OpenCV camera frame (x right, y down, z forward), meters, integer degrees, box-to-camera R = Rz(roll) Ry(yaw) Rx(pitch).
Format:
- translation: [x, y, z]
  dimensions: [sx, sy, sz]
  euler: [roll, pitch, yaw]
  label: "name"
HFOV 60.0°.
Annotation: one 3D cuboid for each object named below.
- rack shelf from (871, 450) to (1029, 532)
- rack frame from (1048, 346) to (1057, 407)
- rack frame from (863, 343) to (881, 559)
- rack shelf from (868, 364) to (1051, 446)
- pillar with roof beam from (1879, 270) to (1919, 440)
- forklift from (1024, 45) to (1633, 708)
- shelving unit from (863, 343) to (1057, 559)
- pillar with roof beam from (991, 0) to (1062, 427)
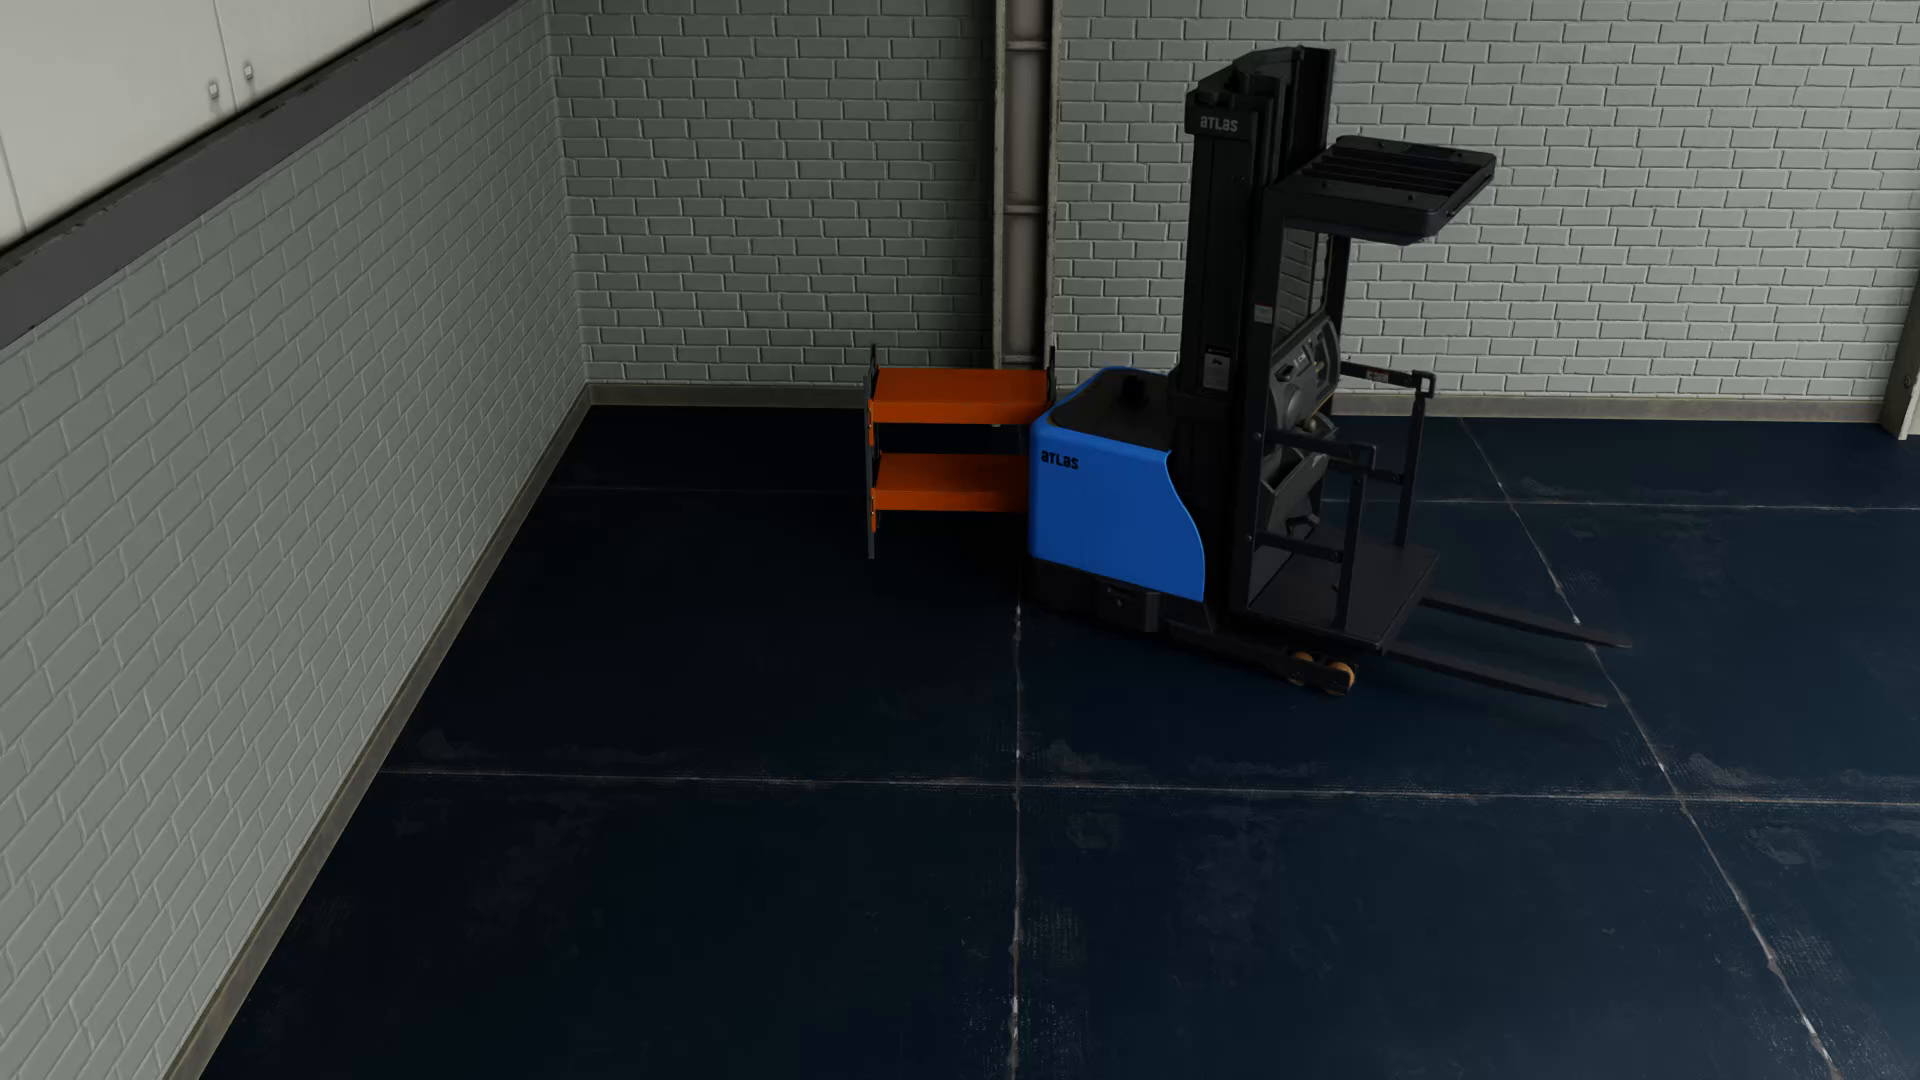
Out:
- translation: [0.007, -0.281, 9.601]
  dimensions: [1.000, 0.278, 0.538]
  euler: [1, 28, 2]
  label: "rack shelf"
- translation: [0.515, -0.488, 9.470]
  dimensions: [0.032, 1.125, 0.500]
  euler: [1, 28, 2]
  label: "rack frame"
- translation: [-0.501, -0.505, 9.502]
  dimensions: [0.032, 1.125, 0.500]
  euler: [1, 28, 2]
  label: "rack frame"
- translation: [0.007, -0.755, 9.349]
  dimensions: [1.000, 0.278, 0.538]
  euler: [1, 28, 2]
  label: "rack shelf"
- translation: [6.258, -2.695, 5.225]
  dimensions: [0.400, 9.000, 9.100]
  euler: [1, 28, 2]
  label: "pillar with roof beam"
- translation: [1.883, -0.804, 8.136]
  dimensions: [3.031, 2.935, 1.130]
  euler: [15, 31, 26]
  label: "forklift"
- translation: [0.007, -0.497, 9.486]
  dimensions: [1.048, 1.125, 0.538]
  euler: [1, 28, 2]
  label: "shelving unit"
- translation: [0.261, -2.794, 5.413]
  dimensions: [0.400, 9.000, 9.100]
  euler: [1, 28, 2]
  label: "pillar with roof beam"
